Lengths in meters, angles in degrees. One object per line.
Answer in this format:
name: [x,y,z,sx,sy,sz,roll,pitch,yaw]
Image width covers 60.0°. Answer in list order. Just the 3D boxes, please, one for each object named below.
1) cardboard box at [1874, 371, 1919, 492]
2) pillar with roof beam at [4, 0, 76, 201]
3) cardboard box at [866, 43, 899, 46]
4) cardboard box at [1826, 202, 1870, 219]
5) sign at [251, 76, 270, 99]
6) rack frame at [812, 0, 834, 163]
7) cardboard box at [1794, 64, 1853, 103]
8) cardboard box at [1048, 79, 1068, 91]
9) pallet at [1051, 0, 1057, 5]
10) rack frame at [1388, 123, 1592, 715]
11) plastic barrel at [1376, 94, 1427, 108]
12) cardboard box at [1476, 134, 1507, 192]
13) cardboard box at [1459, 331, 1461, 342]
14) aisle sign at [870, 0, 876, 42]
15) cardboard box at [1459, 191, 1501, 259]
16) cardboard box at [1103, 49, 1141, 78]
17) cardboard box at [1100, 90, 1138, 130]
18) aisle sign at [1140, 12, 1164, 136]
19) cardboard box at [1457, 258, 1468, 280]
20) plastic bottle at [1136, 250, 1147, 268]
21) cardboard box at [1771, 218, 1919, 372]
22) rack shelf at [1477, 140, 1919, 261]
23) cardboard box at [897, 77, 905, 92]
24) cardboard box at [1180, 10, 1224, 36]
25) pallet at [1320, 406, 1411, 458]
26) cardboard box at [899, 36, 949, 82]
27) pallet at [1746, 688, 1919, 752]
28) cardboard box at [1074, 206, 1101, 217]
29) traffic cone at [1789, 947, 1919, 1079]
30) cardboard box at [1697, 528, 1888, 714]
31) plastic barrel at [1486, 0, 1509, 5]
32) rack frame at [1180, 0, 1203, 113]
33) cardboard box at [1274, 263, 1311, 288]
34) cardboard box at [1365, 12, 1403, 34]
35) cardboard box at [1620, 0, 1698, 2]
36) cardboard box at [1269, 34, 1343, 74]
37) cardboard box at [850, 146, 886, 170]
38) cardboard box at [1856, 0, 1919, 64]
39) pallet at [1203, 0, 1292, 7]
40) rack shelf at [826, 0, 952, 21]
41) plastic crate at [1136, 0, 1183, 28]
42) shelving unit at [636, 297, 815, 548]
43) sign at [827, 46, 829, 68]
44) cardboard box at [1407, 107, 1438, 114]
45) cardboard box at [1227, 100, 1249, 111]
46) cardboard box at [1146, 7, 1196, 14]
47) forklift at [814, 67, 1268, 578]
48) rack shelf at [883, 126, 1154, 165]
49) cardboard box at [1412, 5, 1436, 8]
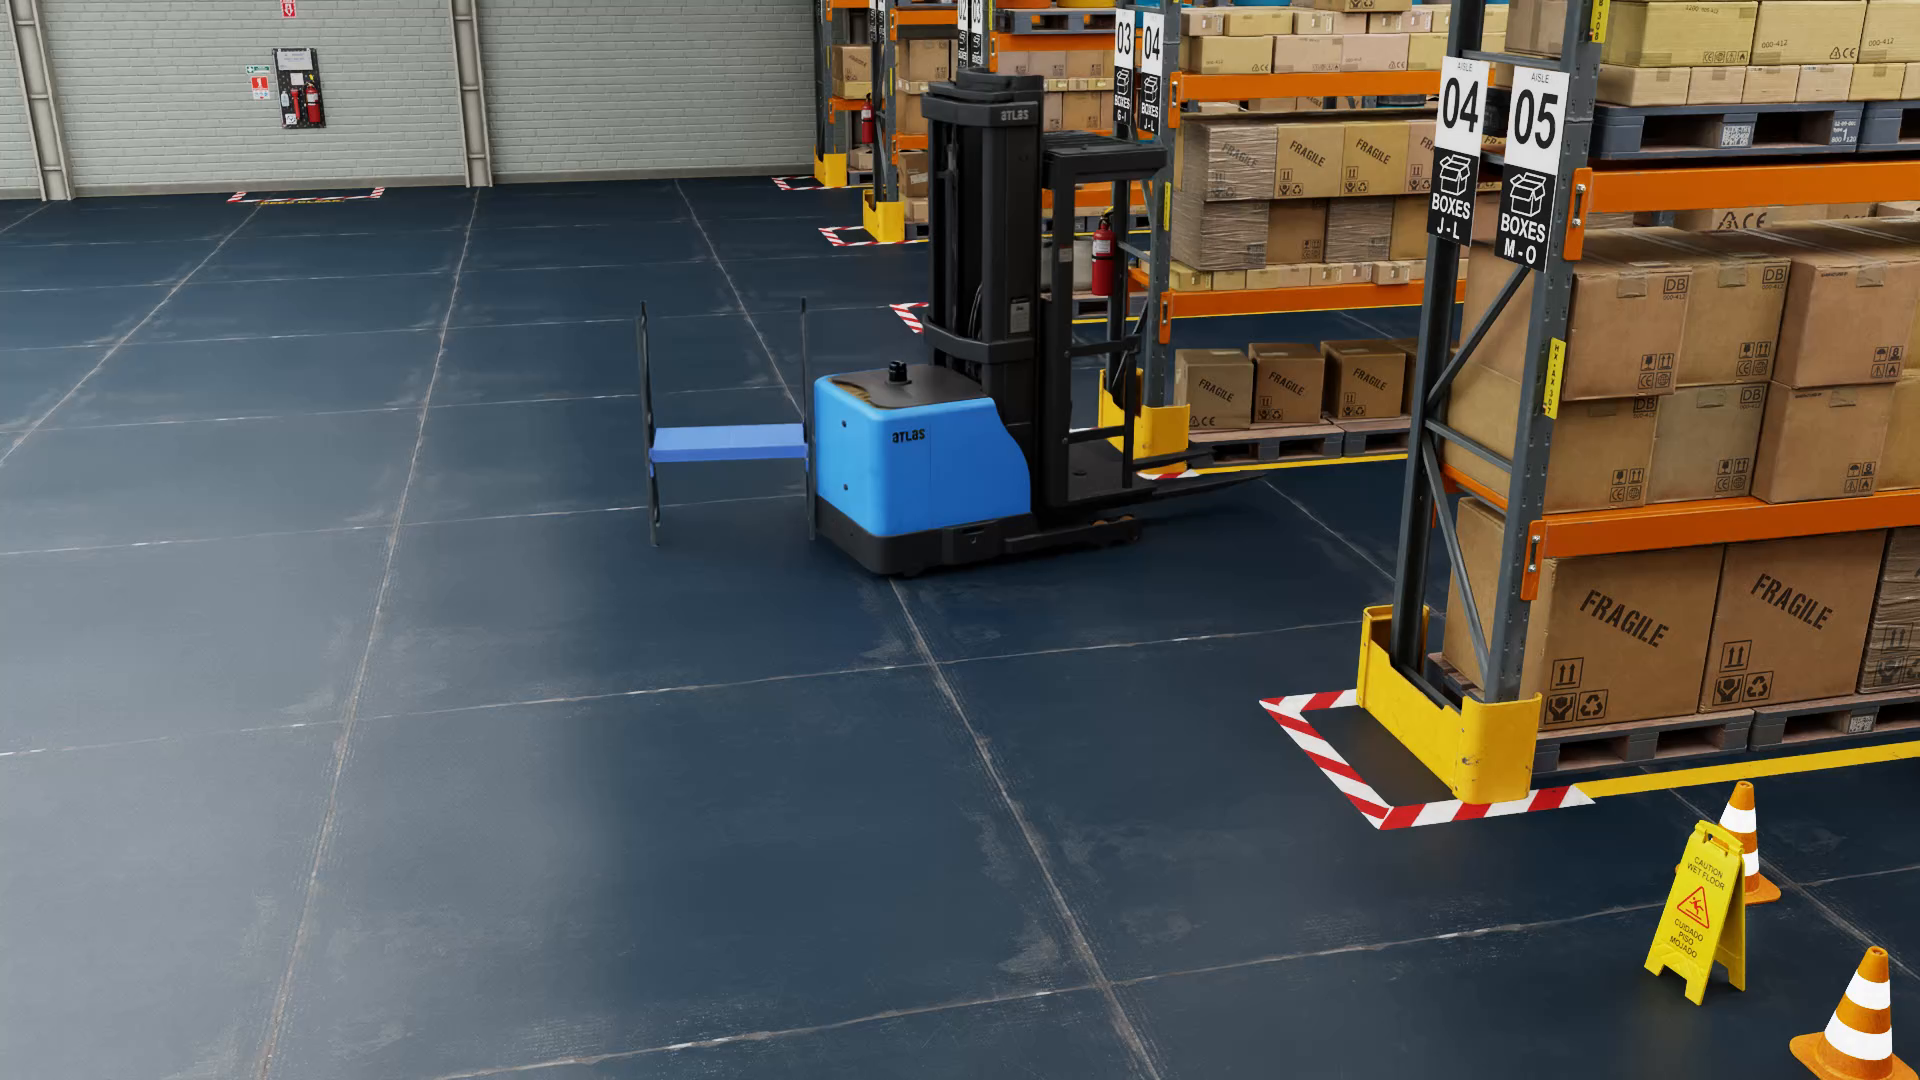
cardboard box: [4.308,-0.638,7.977,0.500,0.550,0.875,-5,21,-12]
pillar with roof beam: [-12.320,-7.827,19.100,0.400,9.000,9.100,-5,21,-12]
cardboard box: [-1.213,-7.492,26.006,0.500,0.500,0.500,-4,21,-12]
cardboard box: [6.863,-2.813,13.371,0.637,0.503,0.797,-3,20,-7]
sign: [-10.448,-6.751,24.832,0.234,0.329,0.001,-5,21,-12]
rack frame: [-2.115,-7.056,25.717,0.127,3.000,1.000,-5,21,-12]
cardboard box: [3.493,-1.929,6.967,0.250,0.149,0.380,-4,21,-12]
cardboard box: [1.212,-5.851,21.339,0.250,0.149,0.380,-4,20,-11]
pallet: [0.912,-6.911,21.086,1.213,0.211,1.003,-5,21,-12]
rack frame: [2.347,-0.414,7.584,0.127,3.000,1.000,-5,21,-12]
plastic barrel: [4.503,-4.221,17.249,0.708,0.901,0.600,-5,21,-12]
cardboard box: [3.849,-2.848,12.197,0.500,0.500,0.500,-5,21,-12]
cardboard box: [4.243,-1.356,13.179,0.500,0.500,0.500,2,20,5]
aisle sign: [-1.103,-6.712,20.998,0.004,0.787,0.394,-5,21,-12]
cardboard box: [3.787,-2.469,12.617,0.500,0.500,0.875,-5,21,-12]
cardboard box: [1.999,-6.294,21.603,0.500,0.500,0.700,-5,21,-13]
cardboard box: [1.979,-5.681,21.817,0.500,0.500,0.700,-5,21,-13]
aisle sign: [1.313,-3.198,11.403,0.004,0.787,0.394,-5,21,-12]
cardboard box: [3.592,-2.052,12.420,0.250,0.149,0.380,-5,21,-12]
plastic bottle: [1.960,-2.979,17.895,0.133,0.283,0.061,-4,21,-11]
cardboard box: [4.293,-1.167,7.850,0.500,0.550,0.875,-5,21,-12]
rack shelf: [4.294,-1.643,7.624,4.000,0.370,1.077,-5,21,-12]
cardboard box: [-0.644,-5.844,21.319,0.250,0.149,0.380,-5,21,-13]
cardboard box: [1.625,-3.552,11.428,0.250,0.149,0.380,-5,21,-13]
pallet: [3.362,-0.927,13.038,1.213,0.211,1.003,-5,21,-12]
cardboard box: [-0.463,-6.091,21.051,0.500,0.500,0.700,-5,21,-12]
pallet: [4.292,0.711,8.568,1.213,0.211,1.003,-5,21,-12]
cardboard box: [1.548,-4.431,21.936,0.500,0.250,0.500,-5,21,-12]
traffic cone: [3.120,1.616,5.731,0.334,0.463,0.336,-5,21,-12]
cardboard box: [3.848,0.240,8.276,0.875,0.875,0.875,-5,21,-13]
plastic barrel: [5.775,-5.917,17.517,0.708,0.901,0.600,-5,21,-12]
rack frame: [2.921,-5.715,22.055,0.127,3.000,1.000,-5,21,-12]
cardboard box: [2.369,-1.962,12.175,0.250,0.149,0.380,-5,21,-12]
cardboard box: [2.899,-3.643,11.677,0.250,0.149,0.380,-6,21,-15]
cardboard box: [2.745,-2.243,6.666,0.250,0.149,0.380,-4,21,-12]
cardboard box: [2.333,-3.415,11.633,0.500,0.250,0.500,-5,21,-14]
cardboard box: [-1.421,-6.025,26.171,0.500,0.311,0.500,-7,21,-19]
cardboard box: [3.861,-2.169,7.043,0.500,0.250,0.500,-5,21,-13]
pallet: [3.776,-7.108,21.775,1.217,0.209,0.805,-5,21,-15]
rack shelf: [-0.169,-8.285,25.757,4.000,0.370,1.077,-5,21,-12]
plastic crate: [1.951,-5.393,16.838,0.575,0.384,0.392,-5,21,-12]
shelving unit: [-1.490,-0.762,10.714,1.048,1.500,0.538,-2,20,-6]
sign: [-1.990,-7.281,25.072,0.005,0.325,0.100,-5,21,-12]
cardboard box: [3.728,-3.025,12.680,0.500,0.500,0.500,-5,21,-12]
cardboard box: [3.734,-5.783,22.436,0.258,0.266,0.396,-5,21,-14]
cardboard box: [1.503,-3.734,11.924,0.250,0.149,0.380,-5,21,-12]
forklift: [0.613,-1.484,10.606,3.031,2.935,1.130,-10,22,-25]
rack shelf: [0.975,-5.219,21.747,4.000,0.370,1.077,-5,21,-12]
cardboard box: [3.307,-3.854,12.252,0.250,0.149,0.380,-4,21,-11]
